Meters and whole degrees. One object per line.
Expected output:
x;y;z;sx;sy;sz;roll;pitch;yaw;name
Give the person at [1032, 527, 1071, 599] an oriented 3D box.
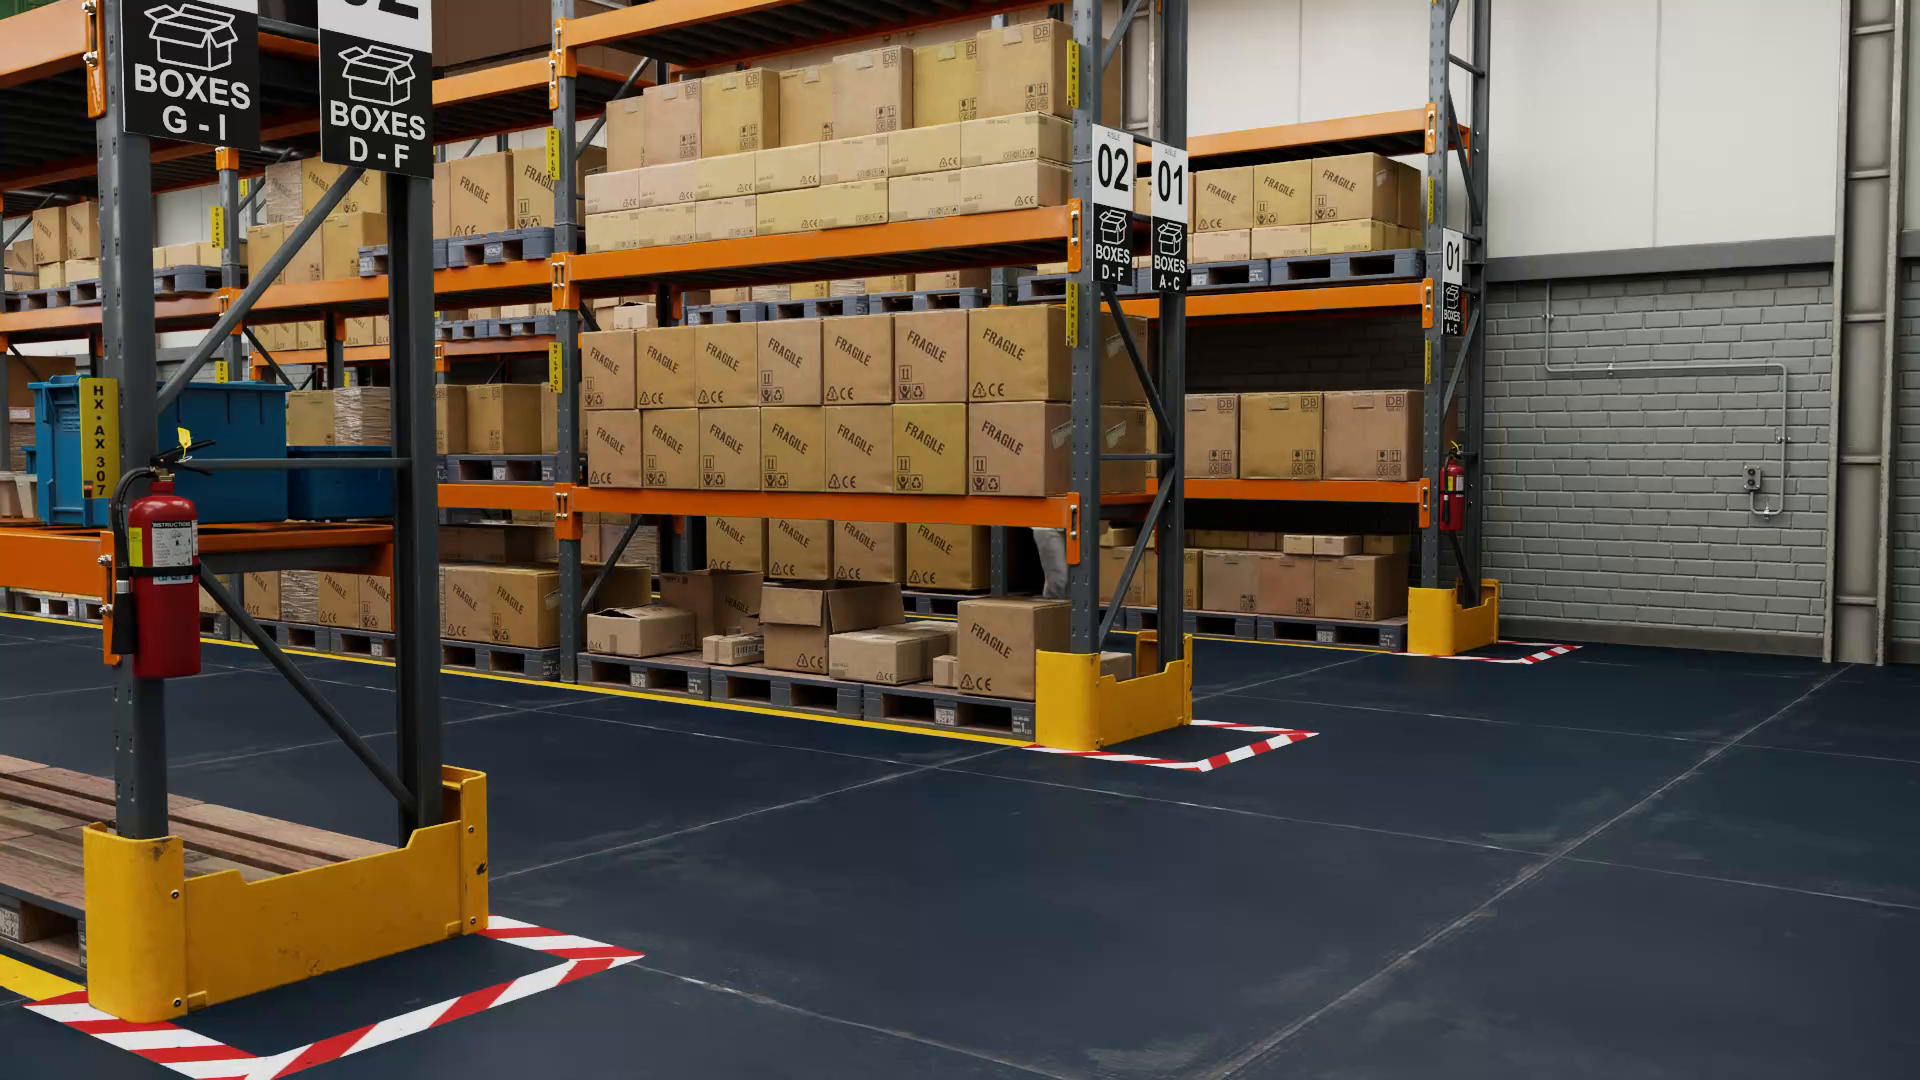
0.873;-0.064;13.369;0.558;1.770;0.493;2;4;37;person
